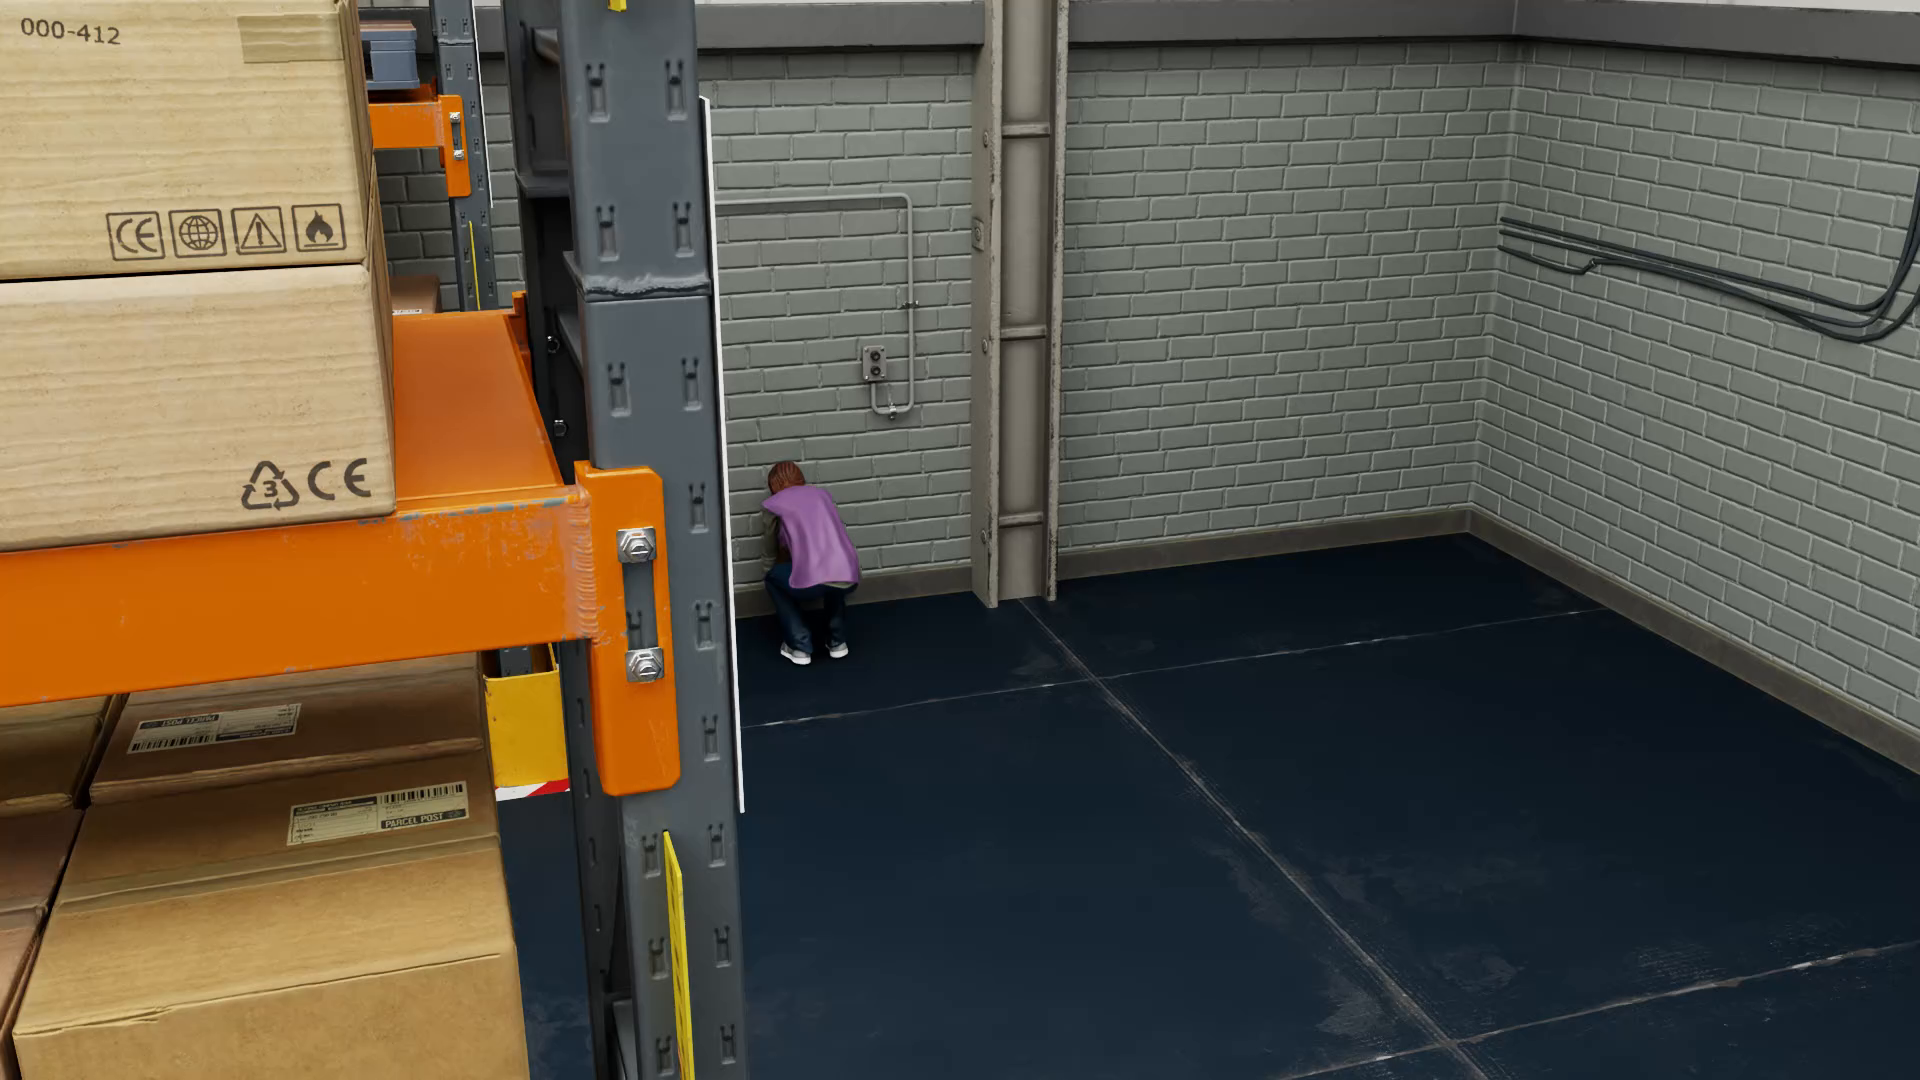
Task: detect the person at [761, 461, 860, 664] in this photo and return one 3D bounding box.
[{"bbox_3d":[-0.758,0.115,8.303,0.416,0.906,0.838,-7,21,-19],"label":"person"}]
